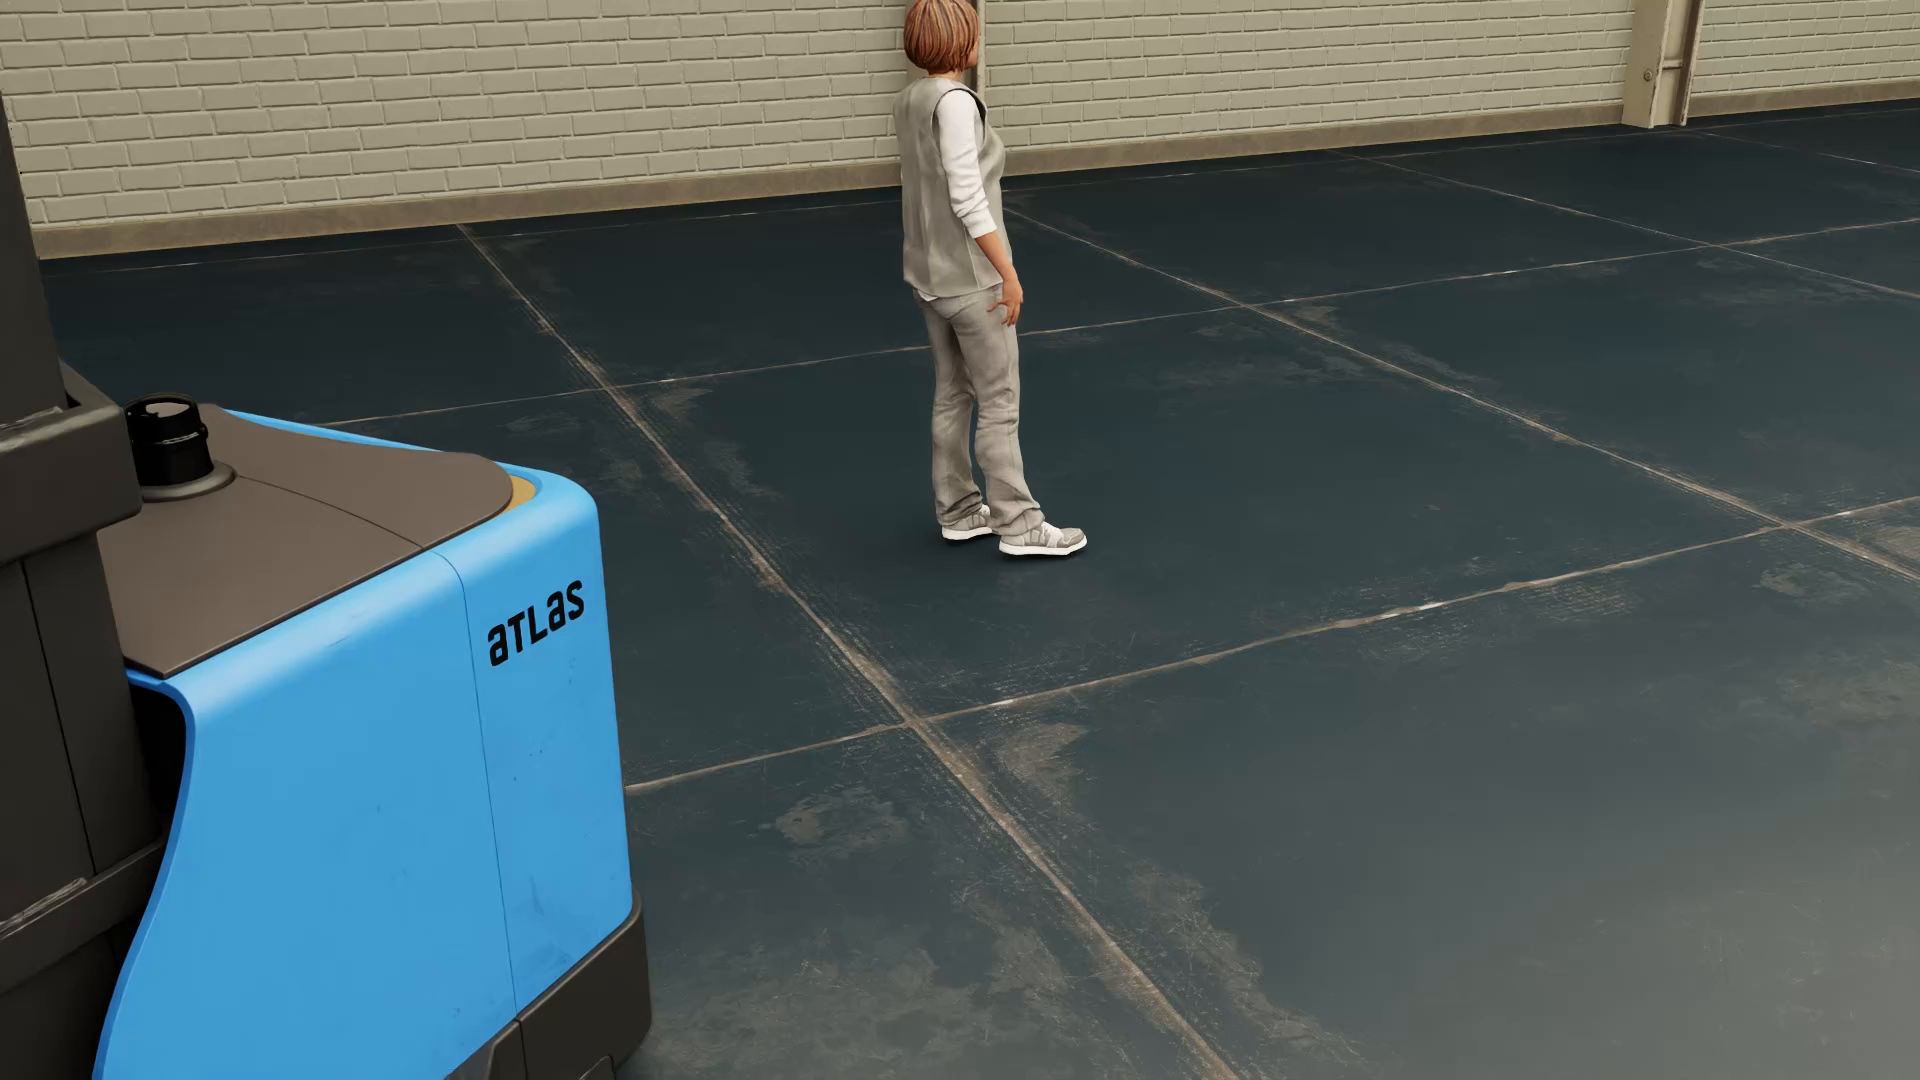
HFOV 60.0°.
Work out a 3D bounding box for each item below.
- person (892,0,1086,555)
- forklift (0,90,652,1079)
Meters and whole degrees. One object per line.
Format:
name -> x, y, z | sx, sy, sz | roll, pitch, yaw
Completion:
person -> 0.074, -0.751, 4.815 | 0.473, 1.599, 0.521 | -10, 25, -23
forklift -> -1.646, -0.033, 1.365 | 1.130, 2.935, 3.031 | 11, 25, 24
